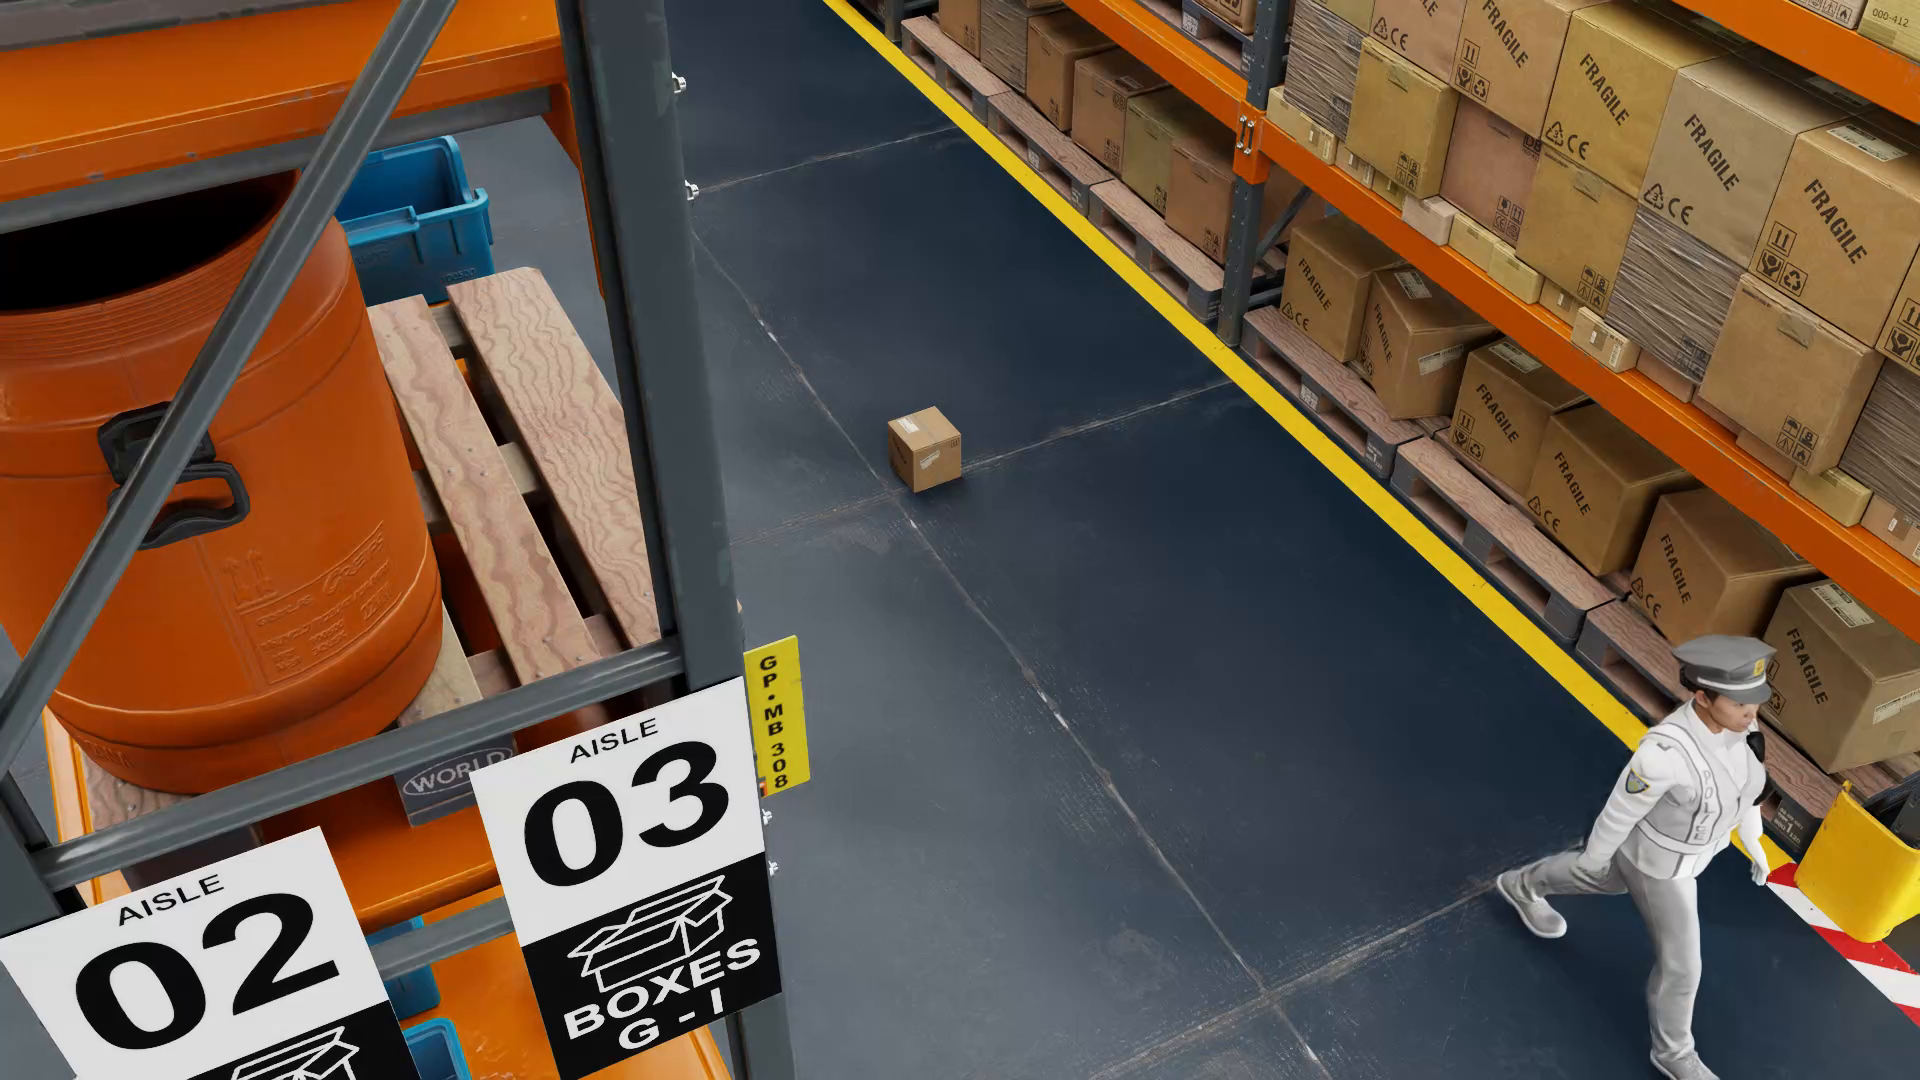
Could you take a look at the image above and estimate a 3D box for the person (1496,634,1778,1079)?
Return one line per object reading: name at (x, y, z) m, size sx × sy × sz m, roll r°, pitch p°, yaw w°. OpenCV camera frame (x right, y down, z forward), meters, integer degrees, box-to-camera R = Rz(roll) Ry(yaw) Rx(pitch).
person at (2.197, 0.920, 5.091) m, size 0.481 × 1.638 × 0.998 m, roll -31°, pitch 50°, yaw -30°
